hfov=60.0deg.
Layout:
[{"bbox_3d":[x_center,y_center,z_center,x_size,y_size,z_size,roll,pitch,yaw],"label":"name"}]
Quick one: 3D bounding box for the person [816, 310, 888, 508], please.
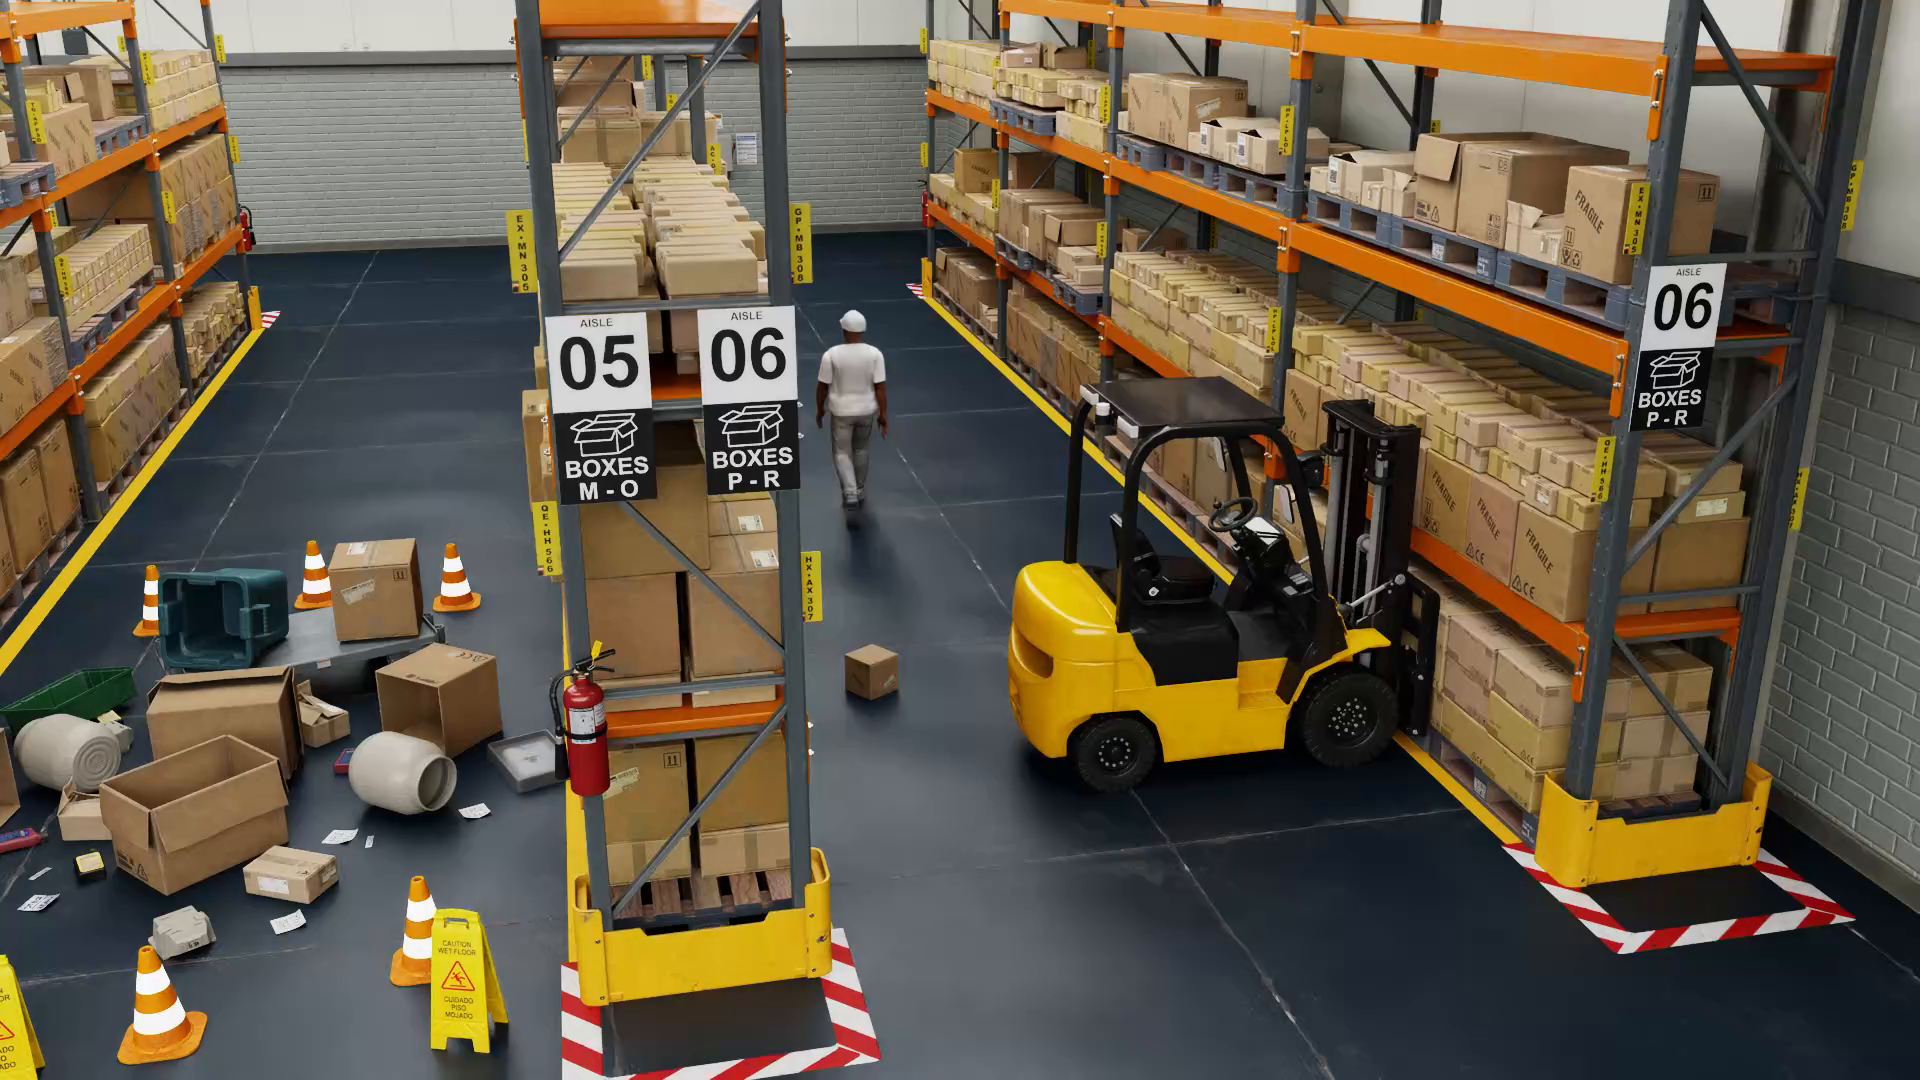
[{"bbox_3d":[-0.924,-1.100,14.142,0.588,1.735,0.933,-4,20,-12],"label":"person"}]
